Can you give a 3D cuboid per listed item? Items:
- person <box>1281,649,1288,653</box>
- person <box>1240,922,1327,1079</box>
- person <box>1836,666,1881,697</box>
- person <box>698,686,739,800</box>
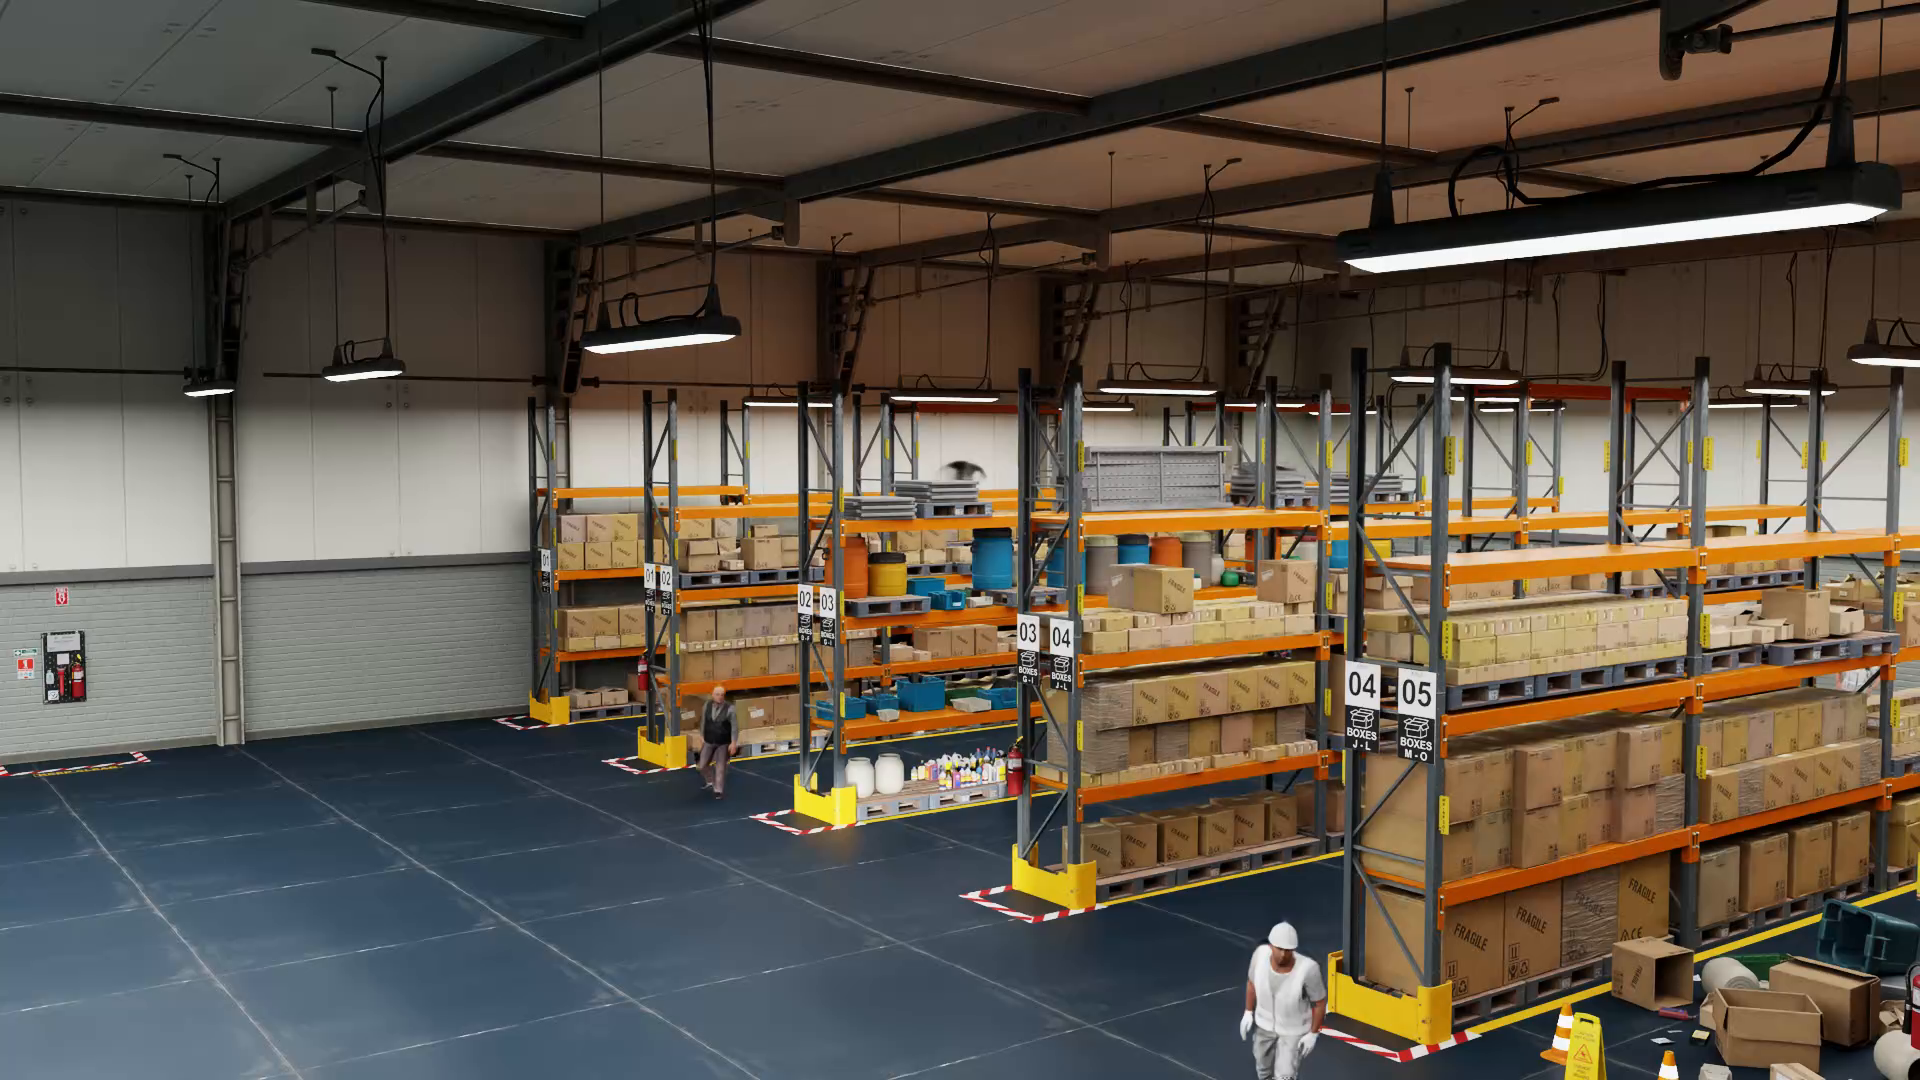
[{"bbox_3d":[7.803,2.200,38.709,0.524,1.401,1.037,-1,3,-14],"label":"person"},{"bbox_3d":[2.371,3.596,12.229,0.672,1.707,0.694,2,4,36],"label":"person"},{"bbox_3d":[15.503,2.610,28.692,0.704,1.730,0.516,2,4,26],"label":"person"},{"bbox_3d":[-3.491,2.913,23.965,0.691,1.682,0.546,1,3,10],"label":"person"}]
